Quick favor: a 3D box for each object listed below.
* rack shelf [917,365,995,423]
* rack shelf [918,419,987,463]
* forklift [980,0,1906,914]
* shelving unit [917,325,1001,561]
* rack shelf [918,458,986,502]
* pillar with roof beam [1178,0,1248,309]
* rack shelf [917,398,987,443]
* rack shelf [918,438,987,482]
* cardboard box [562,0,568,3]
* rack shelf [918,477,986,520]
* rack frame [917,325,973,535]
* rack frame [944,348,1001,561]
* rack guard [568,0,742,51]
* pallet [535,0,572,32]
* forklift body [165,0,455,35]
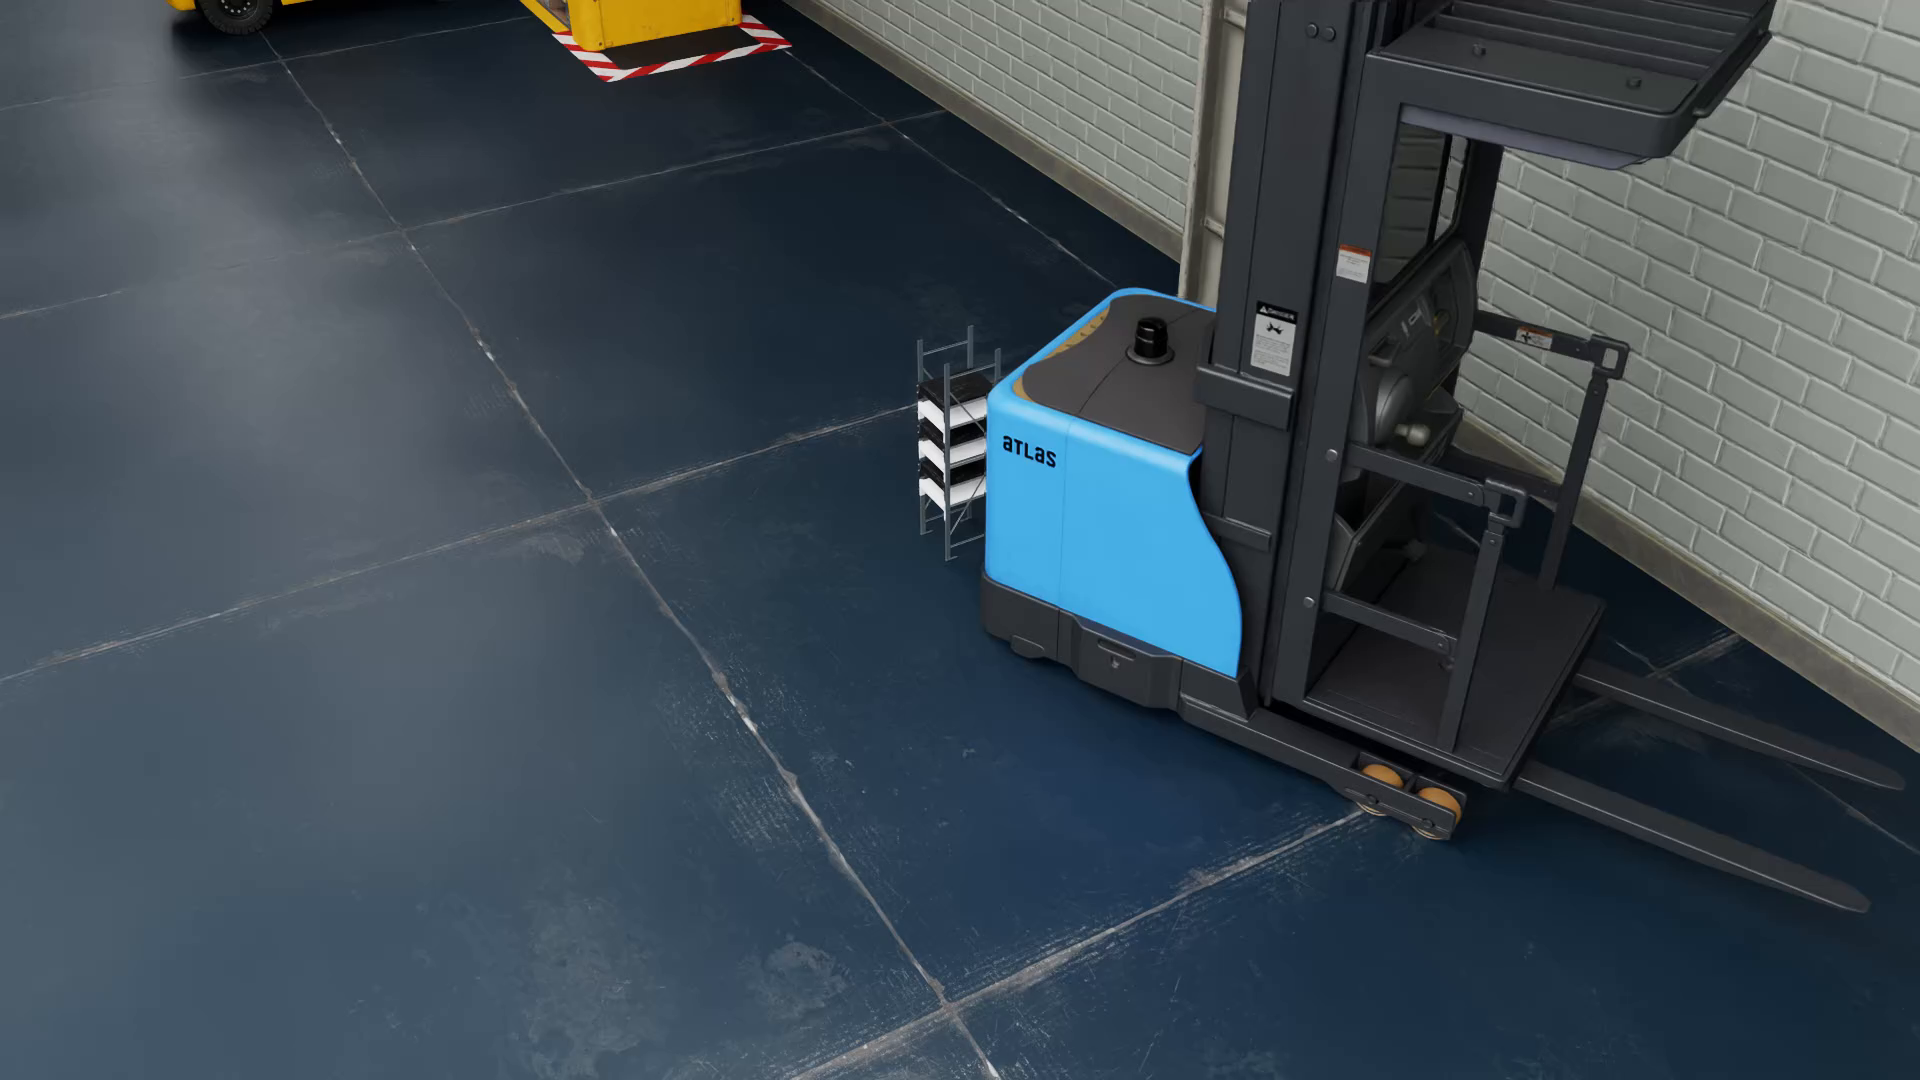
[{"bbox_3d":[-0.004,-0.559,6.351,0.258,0.077,0.200,-19,40,-24],"label":"rack shelf"},{"bbox_3d":[-0.004,-0.413,6.457,0.258,0.077,0.200,-19,40,-24],"label":"rack shelf"},{"bbox_3d":[1.586,-0.569,5.044,3.031,2.935,1.130,22,41,27],"label":"forklift"},{"bbox_3d":[-0.004,-0.368,6.490,0.258,0.900,0.210,-19,40,-24],"label":"shelving unit"},{"bbox_3d":[-0.004,-0.268,6.563,0.258,0.077,0.200,-19,40,-24],"label":"rack shelf"},{"bbox_3d":[-2.399,-3.500,3.913,9.100,9.000,0.400,-19,40,-24],"label":"pillar with roof beam"},{"bbox_3d":[-0.004,-0.486,6.404,0.258,0.077,0.200,-19,40,-24],"label":"rack shelf"},{"bbox_3d":[-0.004,-0.341,6.510,0.258,0.077,0.200,-19,40,-24],"label":"rack shelf"},{"bbox_3d":[-2.629,-3.996,11.653,0.500,0.250,0.500,-19,40,-24],"label":"cardboard box"},{"bbox_3d":[-0.004,-0.195,6.616,0.258,0.077,0.200,-19,40,-24],"label":"rack shelf"},{"bbox_3d":[-0.055,-0.419,6.561,0.240,0.900,0.006,-19,40,-24],"label":"rack frame"},{"bbox_3d":[0.047,-0.316,6.419,0.240,0.900,0.006,-19,40,-24],"label":"rack frame"},{"bbox_3d":[-2.108,-3.769,11.487,1.175,0.500,0.348,-19,40,-24],"label":"rack guard"},{"bbox_3d":[-2.541,-4.042,12.106,1.003,0.211,1.213,-19,40,-24],"label":"pallet"},{"bbox_3d":[-4.650,-4.875,11.601,2.313,2.155,1.214,-19,40,-24],"label":"forklift body"}]
